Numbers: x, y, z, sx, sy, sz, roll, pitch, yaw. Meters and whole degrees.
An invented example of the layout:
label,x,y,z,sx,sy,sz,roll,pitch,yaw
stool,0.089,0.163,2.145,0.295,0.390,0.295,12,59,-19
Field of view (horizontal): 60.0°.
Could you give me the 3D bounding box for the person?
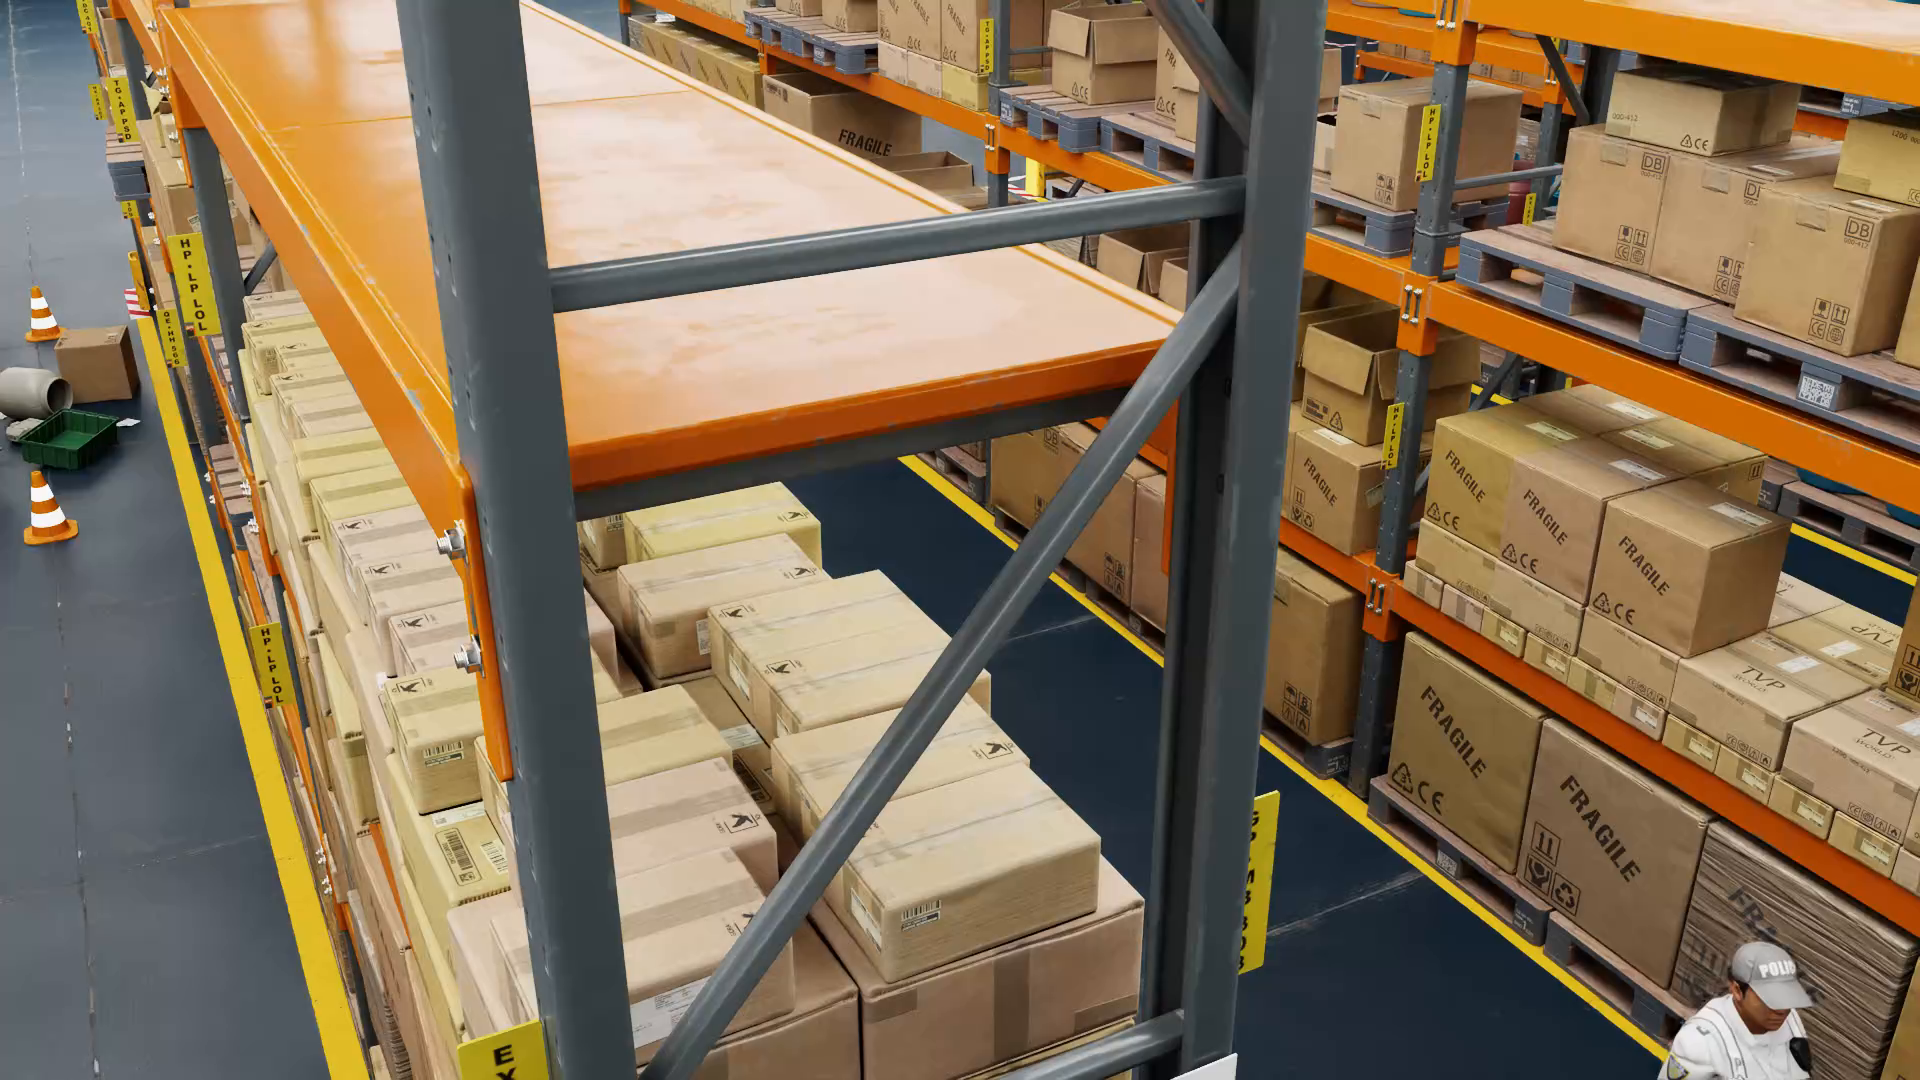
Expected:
label,x,y,z,sx,sy,sz,roll,pitch,yaw
person,2.550,2.032,5.365,0.477,1.619,0.915,-13,28,-25
